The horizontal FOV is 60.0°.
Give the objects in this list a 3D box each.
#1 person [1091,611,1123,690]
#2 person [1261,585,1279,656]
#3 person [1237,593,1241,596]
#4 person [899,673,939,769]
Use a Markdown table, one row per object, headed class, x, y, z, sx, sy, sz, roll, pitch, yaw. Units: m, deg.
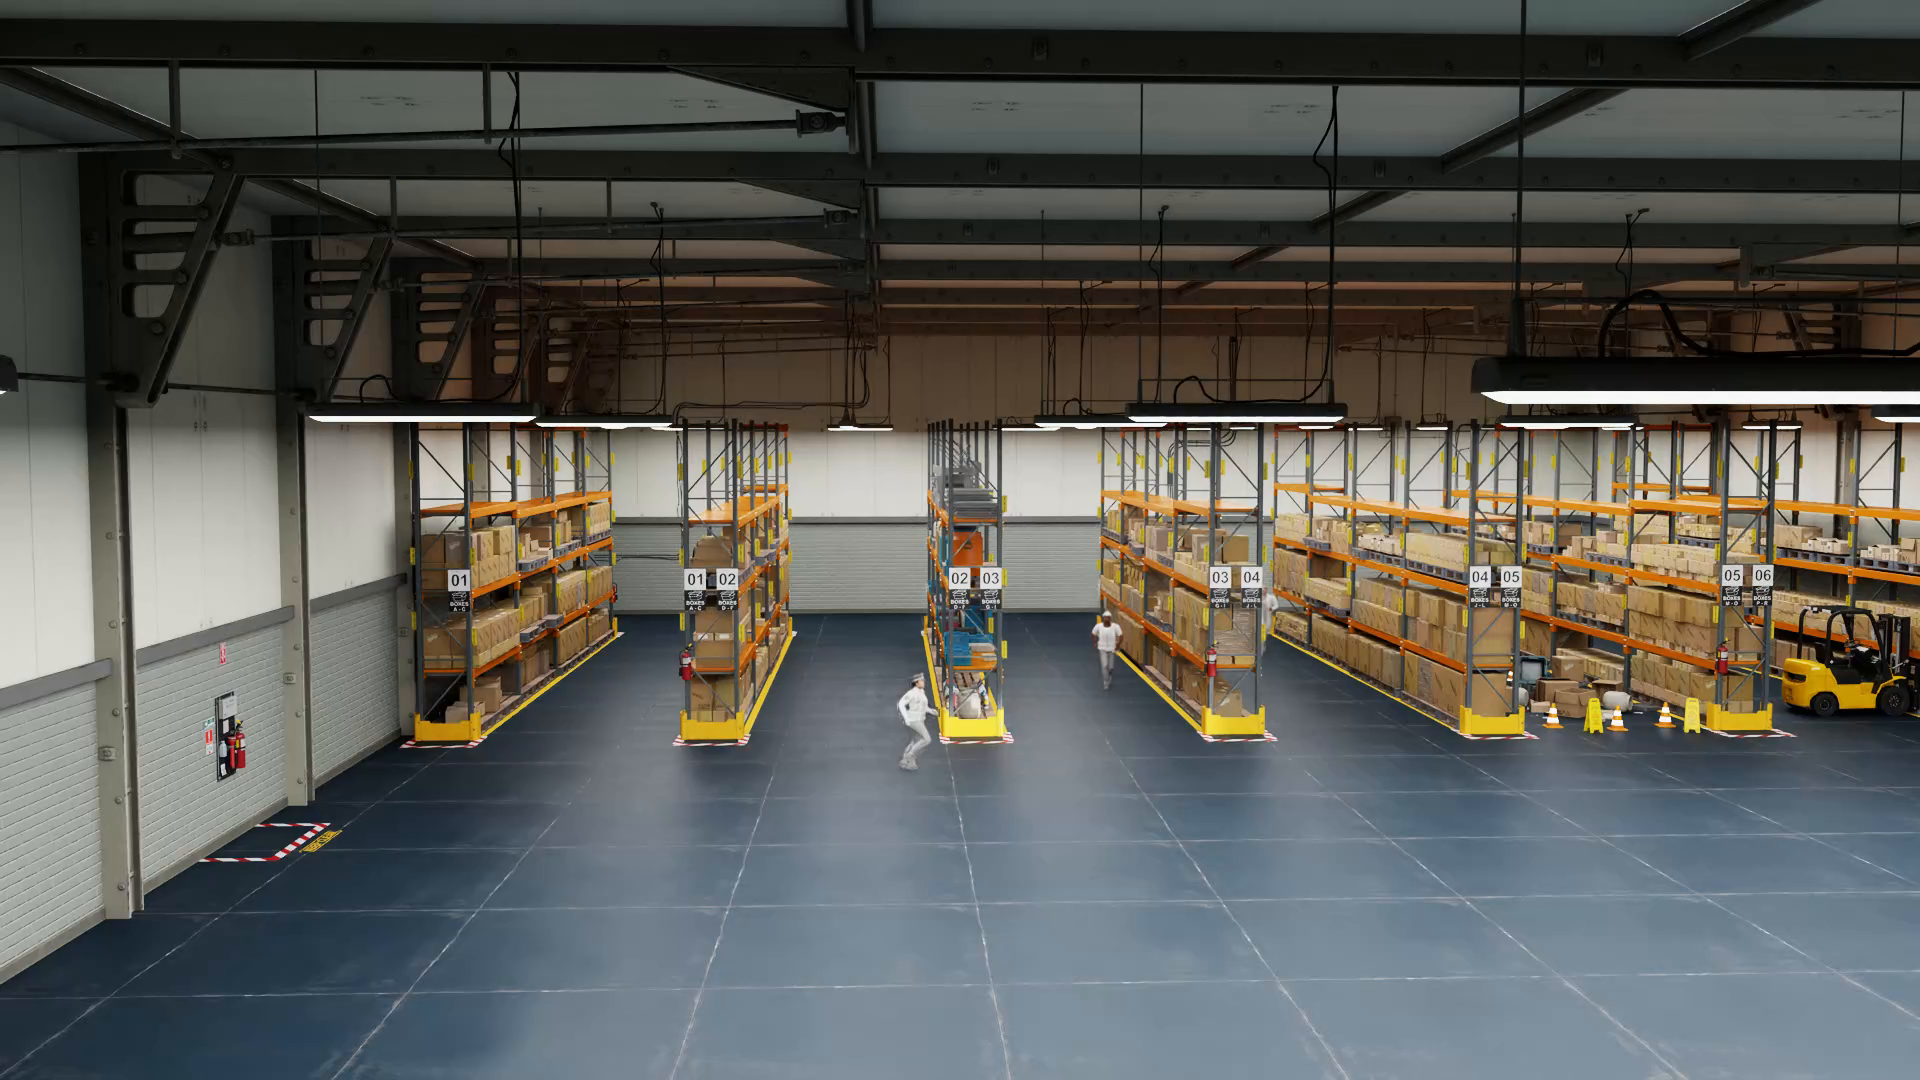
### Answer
| class | x | y | z | sx | sy | sz | roll | pitch | yaw |
| --- | --- | --- | --- | --- | --- | --- | --- | --- | --- |
| person | 3.316 | 2.464 | 37.442 | 0.717 | 1.752 | 0.820 | 0 | 4 | 1 |
| person | 7.910 | 2.075 | 43.188 | 0.687 | 1.850 | 0.841 | 0 | 4 | 2 |
| person | 7.756 | 2.020 | 45.552 | 0.555 | 1.662 | 0.708 | 0 | 4 | 1 |
| person | -0.708 | 3.073 | 28.227 | 0.700 | 1.647 | 0.585 | 1 | 4 | 20 |
